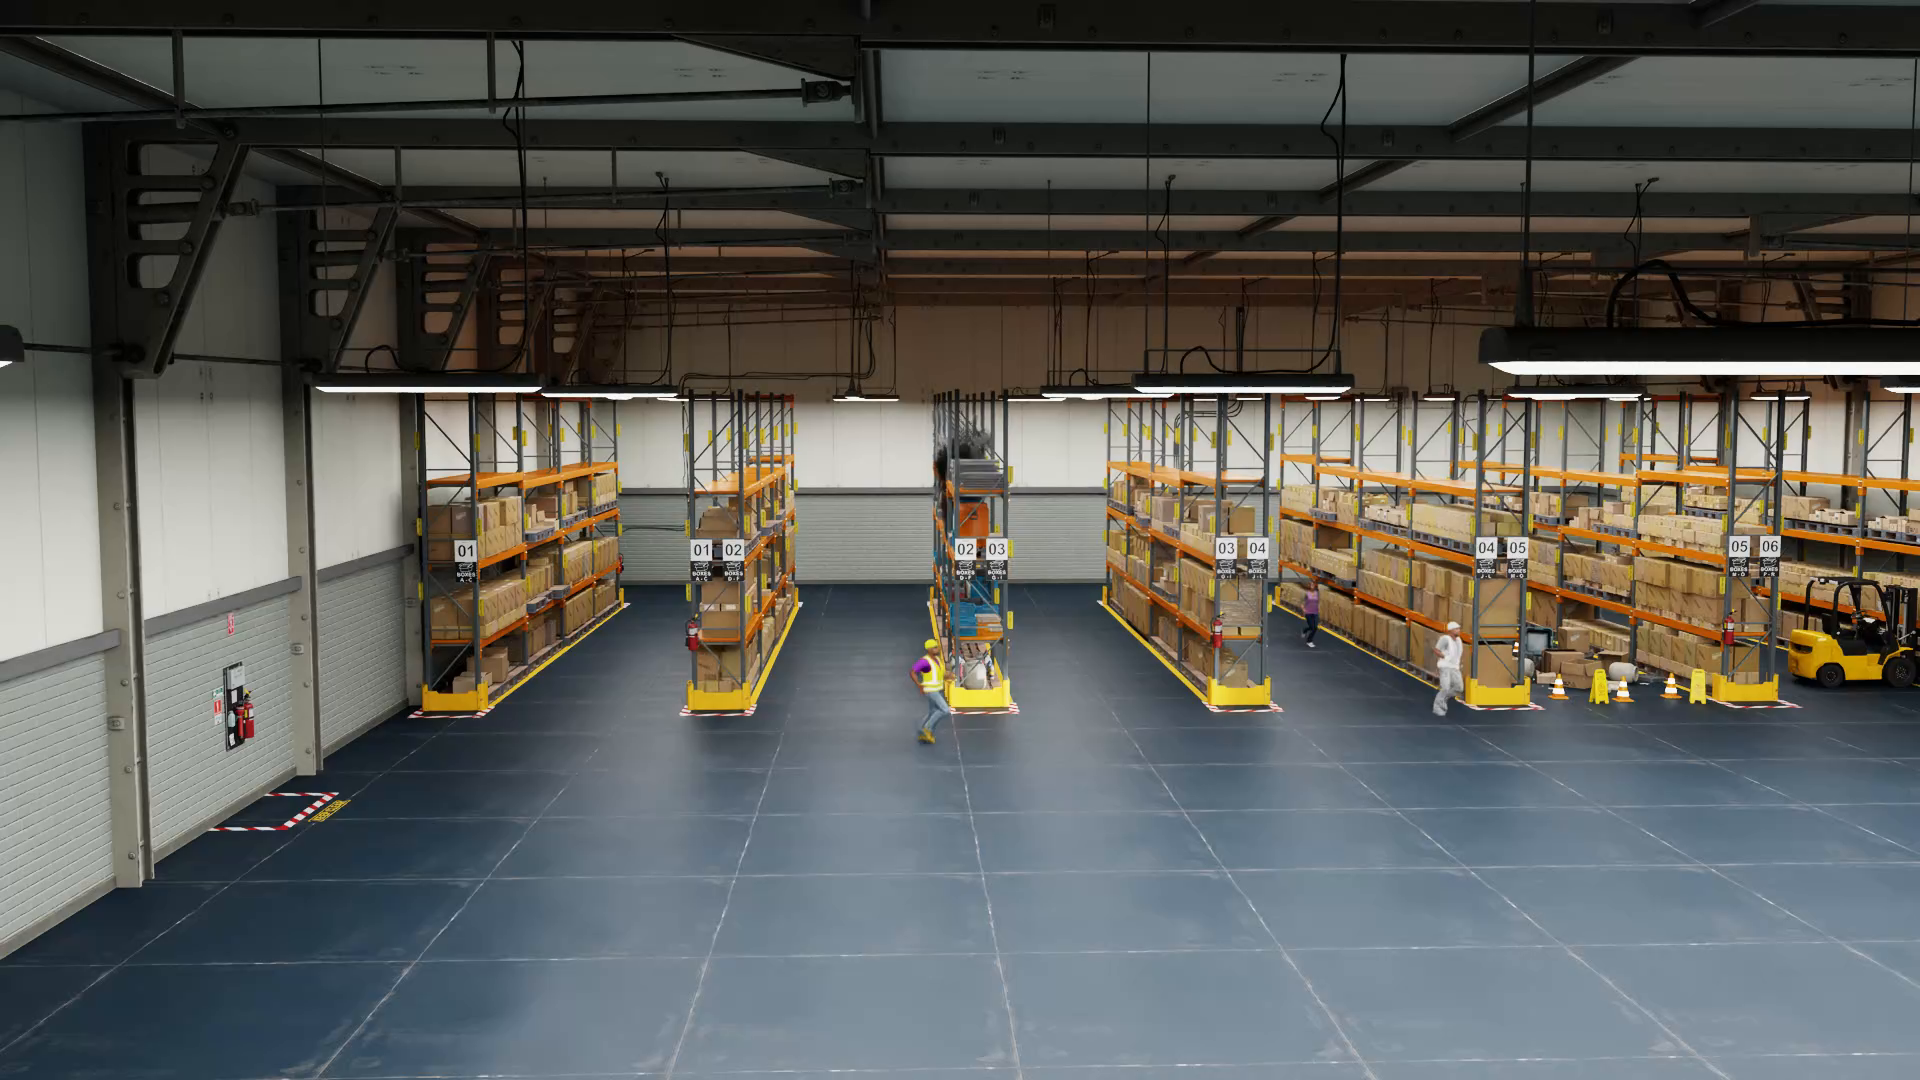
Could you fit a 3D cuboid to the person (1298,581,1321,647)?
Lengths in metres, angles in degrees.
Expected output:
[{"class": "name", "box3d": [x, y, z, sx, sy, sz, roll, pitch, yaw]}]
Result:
[{"class": "person", "box3d": [8.302, 1.748, 39.324, 0.536, 1.555, 0.544, -1, 5, -14]}]

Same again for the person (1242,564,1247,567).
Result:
[{"class": "person", "box3d": [7.921, 1.065, 46.226, 0.716, 1.797, 0.929, 1, 5, 7]}]

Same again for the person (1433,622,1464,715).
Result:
[{"class": "person", "box3d": [9.099, 2.364, 30.773, 0.683, 1.699, 0.562, -2, 5, -28]}]

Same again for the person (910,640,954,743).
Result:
[{"class": "person", "box3d": [-0.425, 2.551, 28.104, 0.667, 1.740, 0.684, 2, 5, 21]}]
